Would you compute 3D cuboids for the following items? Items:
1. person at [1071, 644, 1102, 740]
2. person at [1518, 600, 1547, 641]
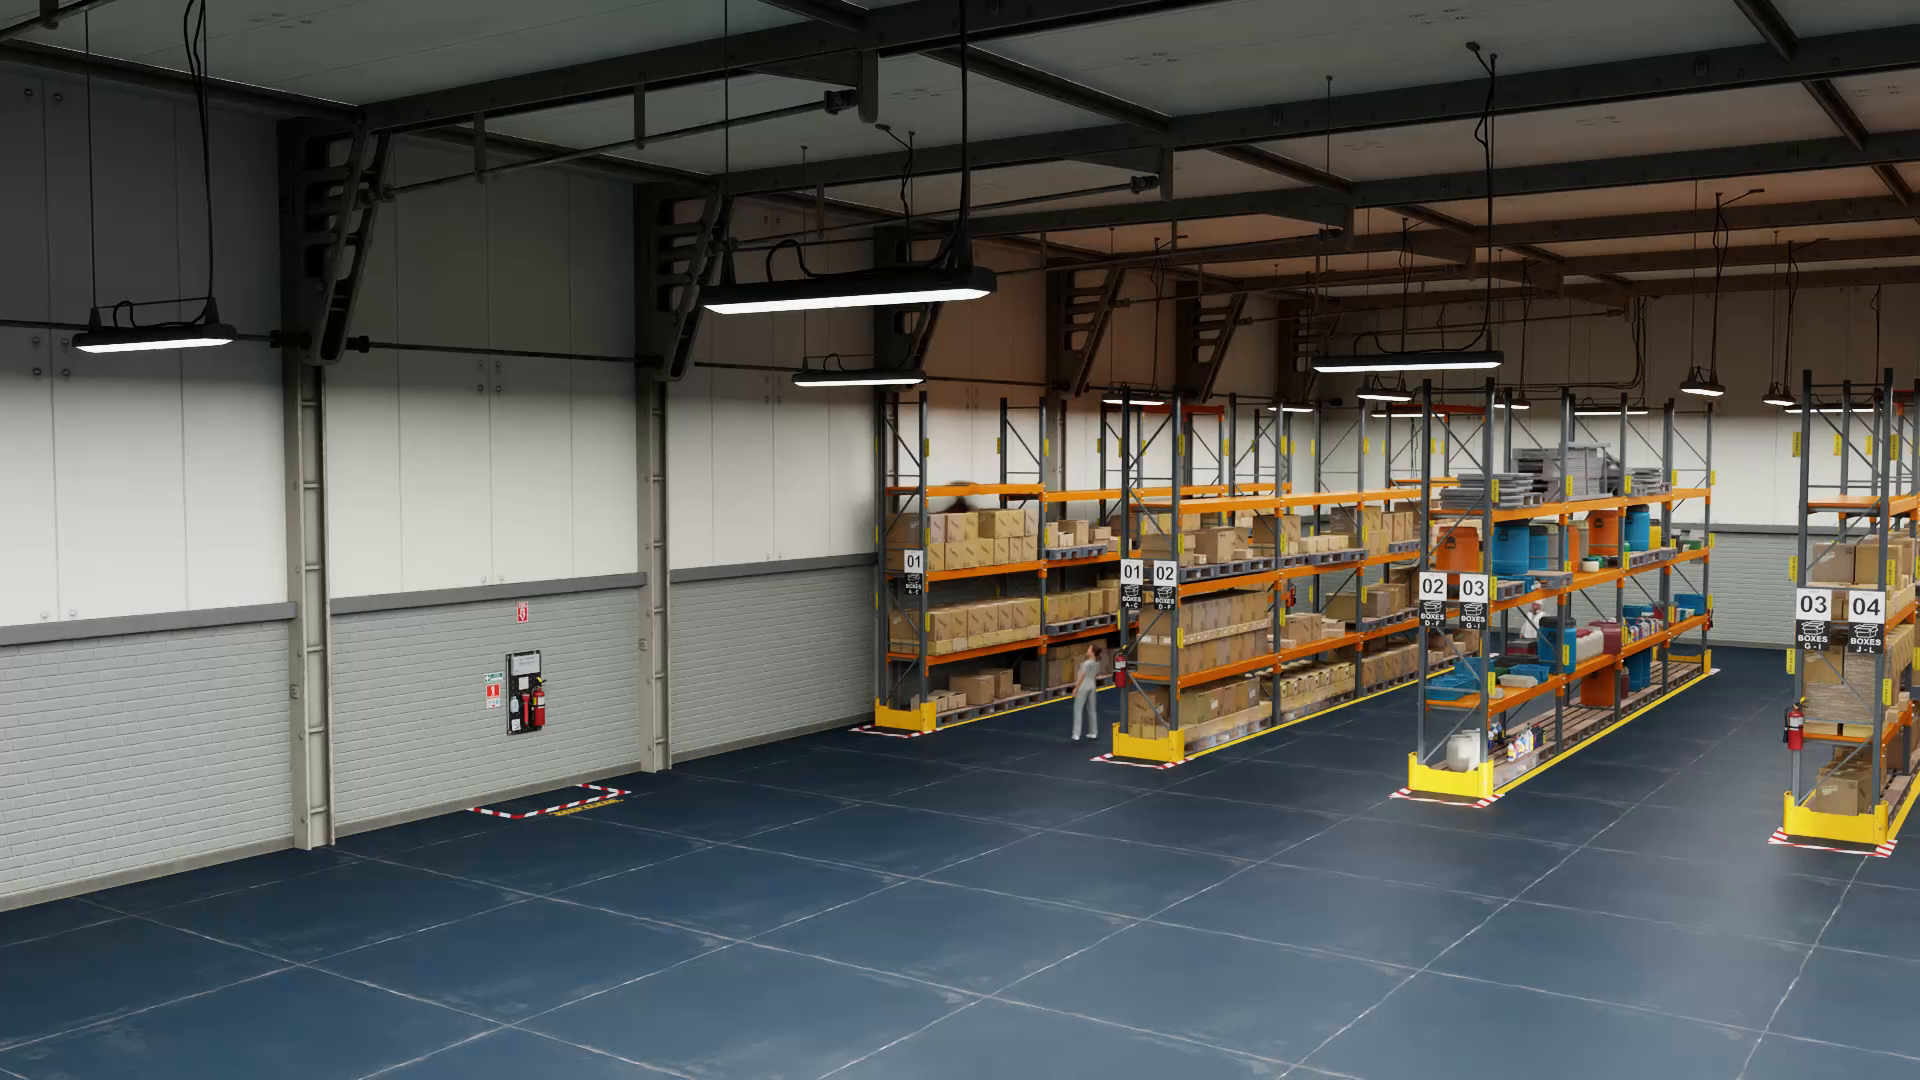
[{"bbox_3d":[2.161,2.601,28.532,0.522,1.648,0.472,-2,4,-38],"label":"person"},{"bbox_3d":[12.508,2.123,36.216,0.616,1.735,0.988,2,4,32],"label":"person"}]
